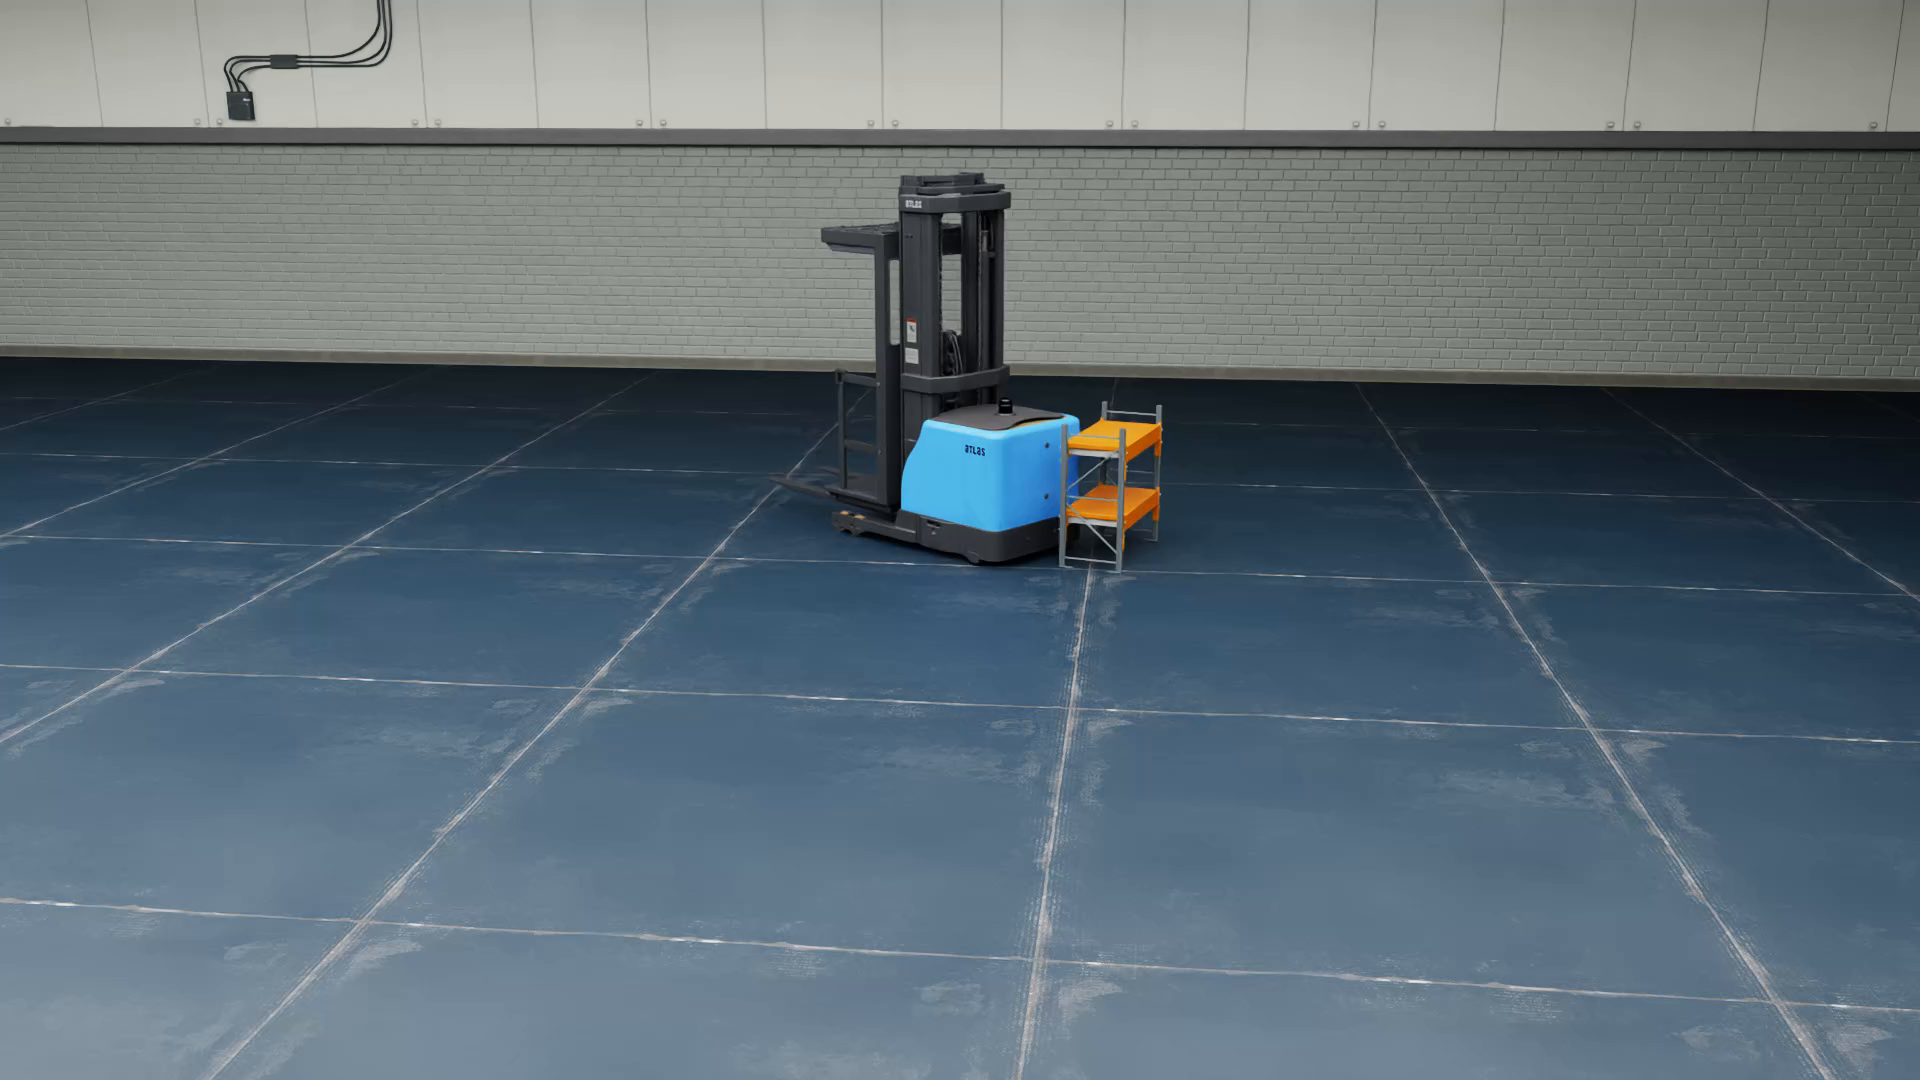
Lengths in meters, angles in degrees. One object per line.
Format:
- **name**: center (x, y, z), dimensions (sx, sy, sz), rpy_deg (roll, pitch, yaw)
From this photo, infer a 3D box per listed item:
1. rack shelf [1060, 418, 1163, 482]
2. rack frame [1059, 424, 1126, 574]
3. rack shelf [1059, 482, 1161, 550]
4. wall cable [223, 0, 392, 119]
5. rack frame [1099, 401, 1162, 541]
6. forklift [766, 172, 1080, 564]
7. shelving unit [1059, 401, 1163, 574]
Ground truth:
- **rack shelf**: center (1.197, -0.718, 13.042), dimensions (0.538, 0.278, 1.000), rpy_deg (6, 16, 21)
- **rack frame**: center (1.006, -0.313, 12.664), dimensions (0.500, 1.125, 0.032), rpy_deg (6, 16, 21)
- **rack shelf**: center (1.197, -0.200, 13.182), dimensions (0.538, 0.278, 1.000), rpy_deg (6, 16, 21)
- **wall cable**: center (-8.427, -8.383, 20.909), dimensions (2.305, 6.003, 0.169), rpy_deg (2, 15, 6)
- **rack frame**: center (1.388, -0.559, 13.573), dimensions (0.500, 1.125, 0.032), rpy_deg (6, 16, 21)
- **forklift**: center (-0.434, -1.540, 13.744), dimensions (3.031, 2.935, 1.130), rpy_deg (15, 21, 43)
- **shelving unit**: center (1.197, -0.436, 13.118), dimensions (0.538, 1.125, 1.048), rpy_deg (6, 16, 21)
